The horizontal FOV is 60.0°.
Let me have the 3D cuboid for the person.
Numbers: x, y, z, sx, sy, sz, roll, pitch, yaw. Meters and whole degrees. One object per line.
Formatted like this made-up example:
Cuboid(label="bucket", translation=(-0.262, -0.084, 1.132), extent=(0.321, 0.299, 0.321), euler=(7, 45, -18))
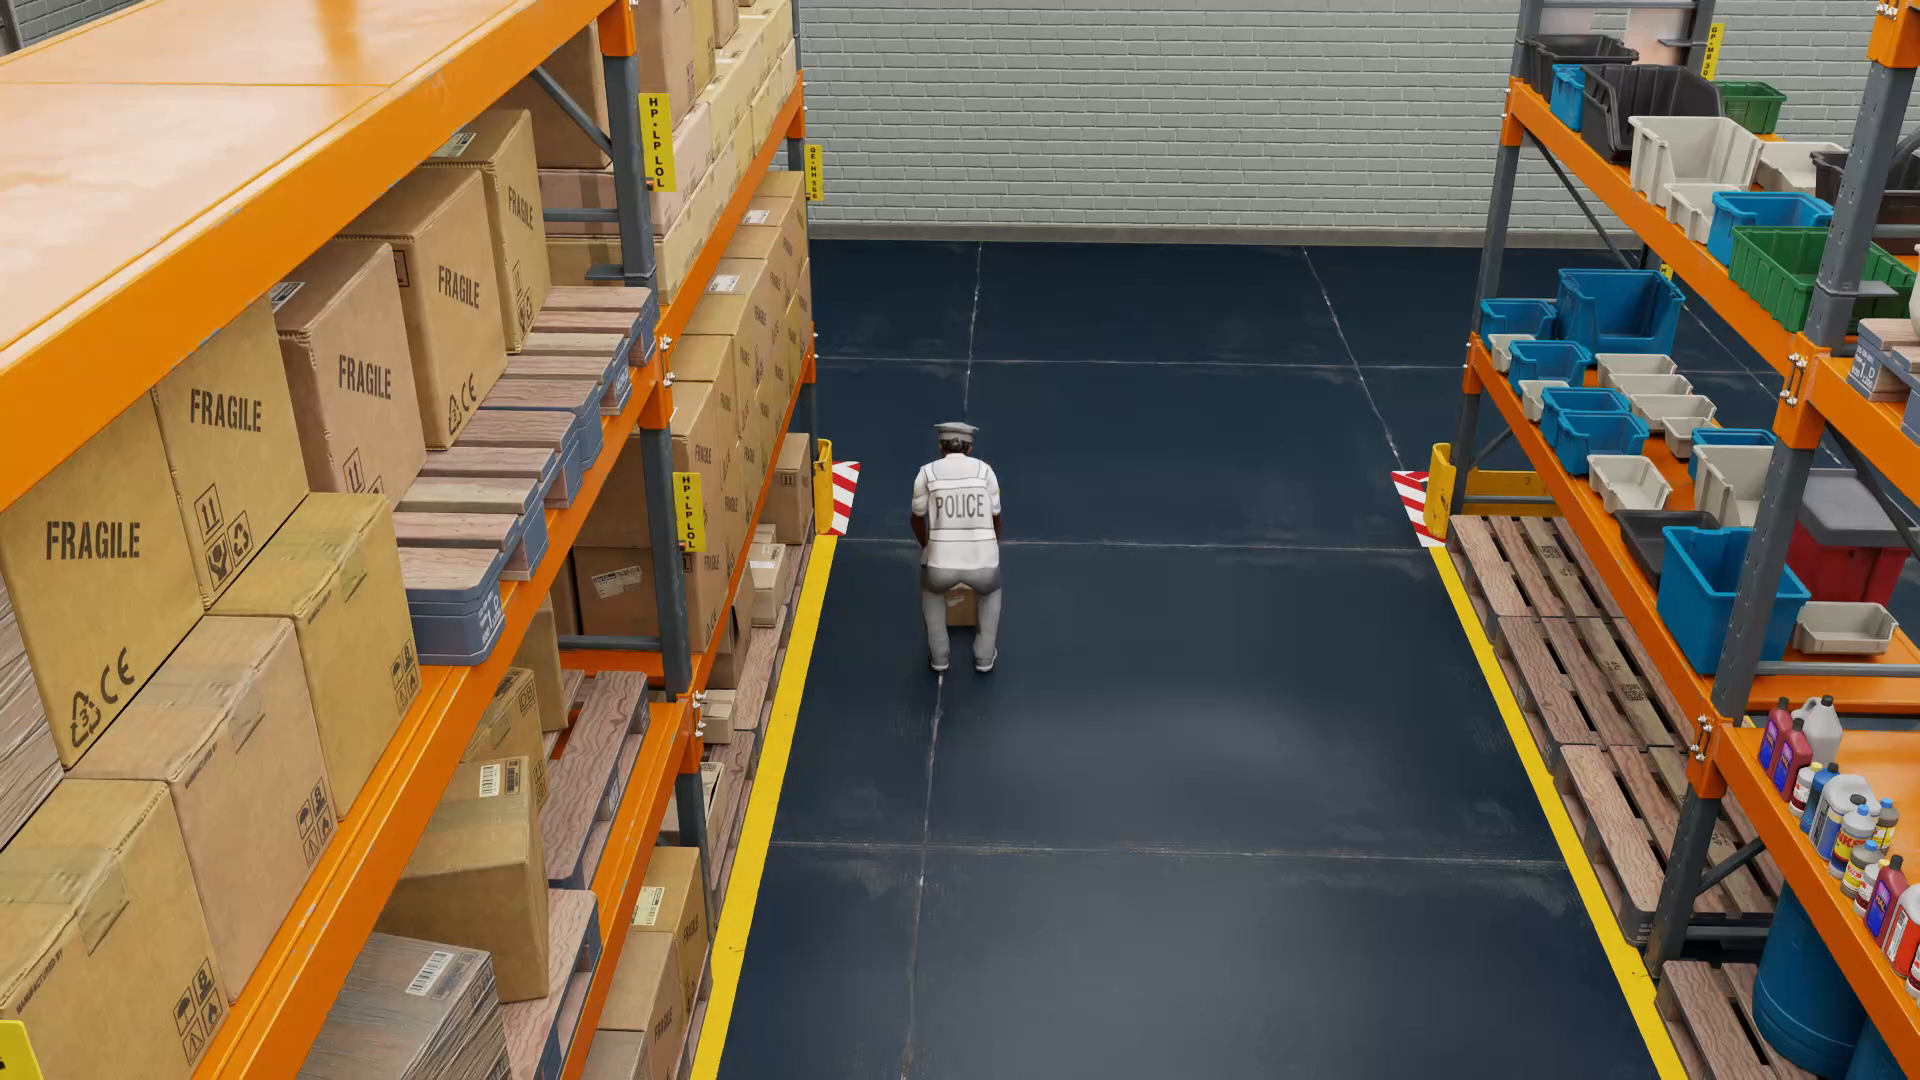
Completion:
Cuboid(label="person", translation=(-0.024, 0.049, 8.921), extent=(0.499, 1.303, 0.756), euler=(1, 28, 2))
